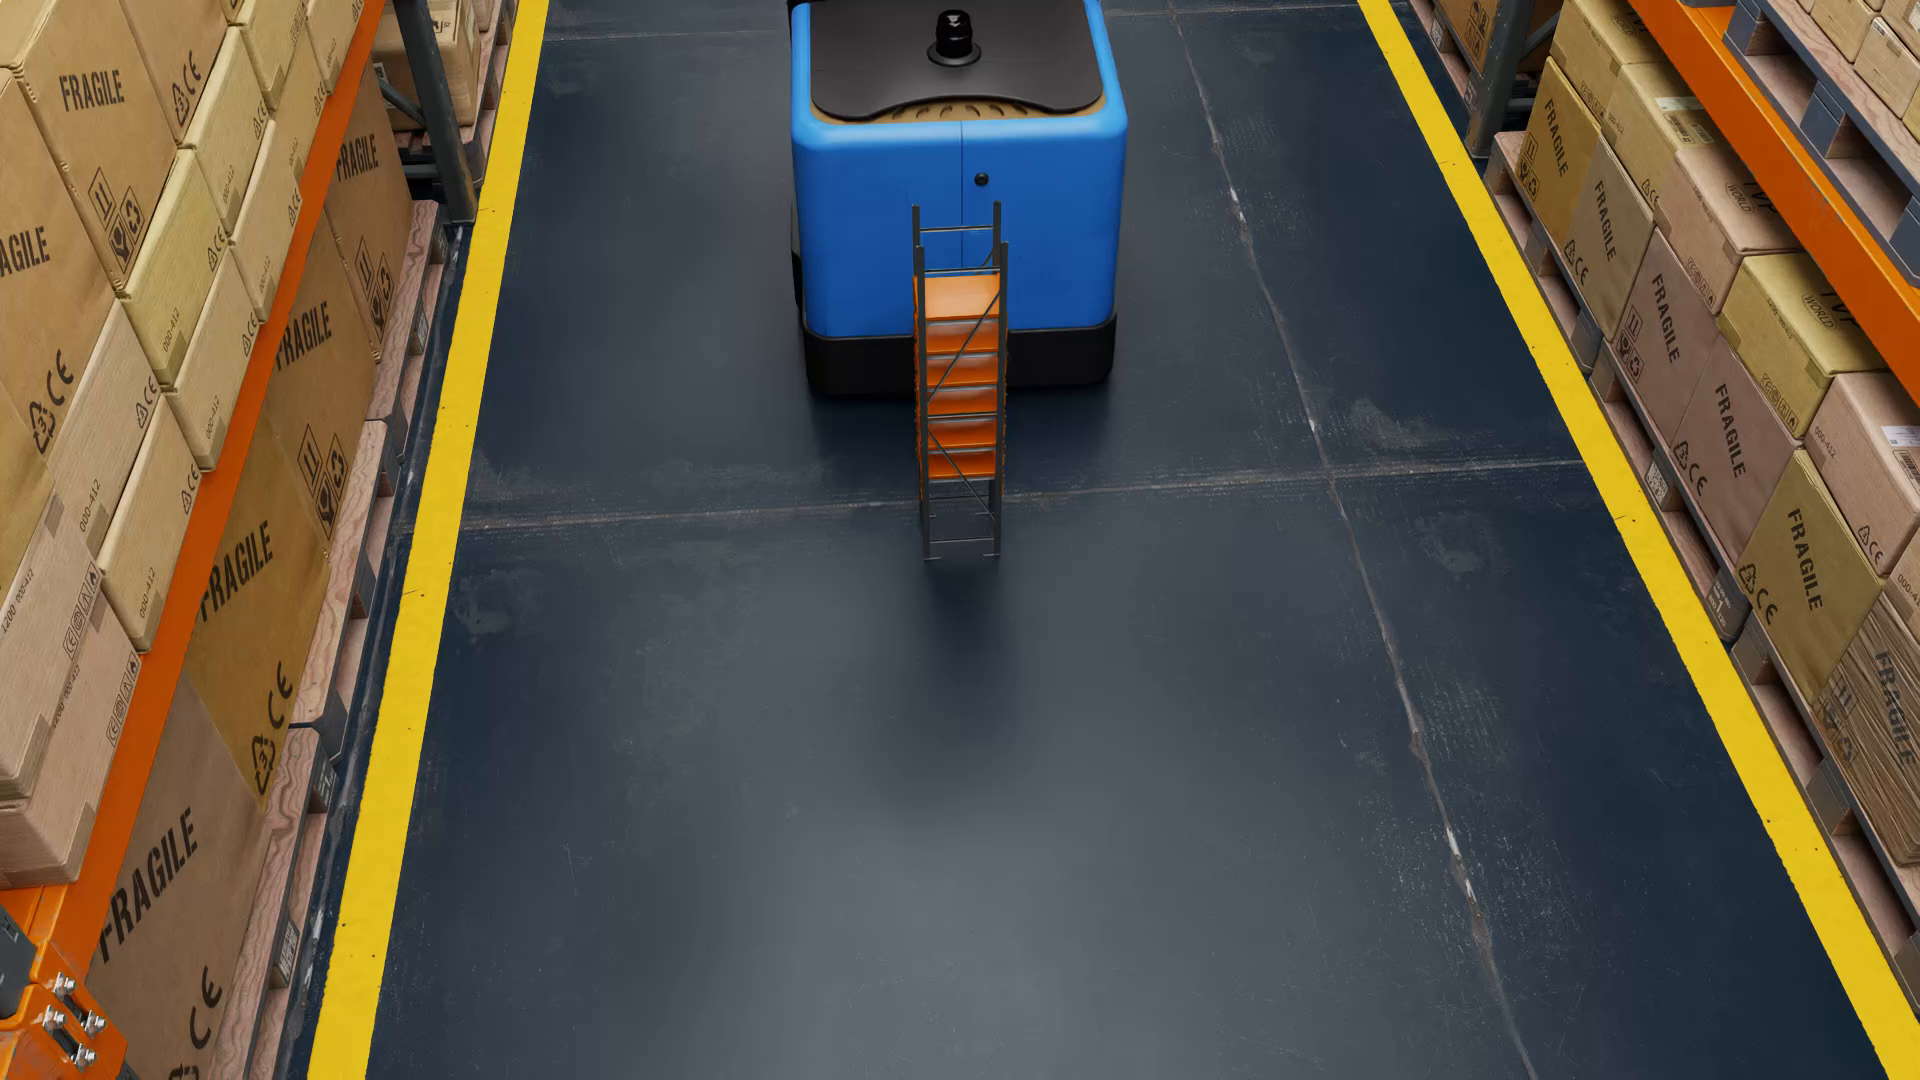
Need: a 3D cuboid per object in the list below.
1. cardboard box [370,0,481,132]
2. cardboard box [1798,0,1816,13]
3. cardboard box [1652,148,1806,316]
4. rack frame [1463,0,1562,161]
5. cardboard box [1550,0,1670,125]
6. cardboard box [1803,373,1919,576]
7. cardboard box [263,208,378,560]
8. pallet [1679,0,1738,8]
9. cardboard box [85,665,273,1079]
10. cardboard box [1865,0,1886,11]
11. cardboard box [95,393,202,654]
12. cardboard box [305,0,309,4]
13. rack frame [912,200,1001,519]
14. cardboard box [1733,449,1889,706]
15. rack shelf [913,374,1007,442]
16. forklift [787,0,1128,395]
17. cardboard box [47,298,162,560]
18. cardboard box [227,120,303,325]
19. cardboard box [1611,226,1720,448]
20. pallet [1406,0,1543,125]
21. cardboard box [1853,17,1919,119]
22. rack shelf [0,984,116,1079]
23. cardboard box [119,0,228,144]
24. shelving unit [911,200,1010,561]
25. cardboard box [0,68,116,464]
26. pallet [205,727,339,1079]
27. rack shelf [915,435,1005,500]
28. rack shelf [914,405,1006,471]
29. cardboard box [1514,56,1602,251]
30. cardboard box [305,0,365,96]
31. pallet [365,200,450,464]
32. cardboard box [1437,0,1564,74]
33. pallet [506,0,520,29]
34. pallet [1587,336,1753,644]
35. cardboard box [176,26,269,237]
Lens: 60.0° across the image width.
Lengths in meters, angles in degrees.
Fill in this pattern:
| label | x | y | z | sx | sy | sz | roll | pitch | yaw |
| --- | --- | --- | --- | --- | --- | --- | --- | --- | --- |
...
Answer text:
| label | x | y | z | sx | sy | sz | roll | pitch | yaw |
| --- | --- | --- | --- | --- | --- | --- | --- | --- | --- |
| cardboard box | -2.406 | -1.909 | 6.512 | 0.950 | 0.372 | 0.625 | -6 | 47 | -6 |
| cardboard box | 2.486 | -1.578 | 4.562 | 0.380 | 0.149 | 0.250 | -2 | 47 | -2 |
| cardboard box | 2.443 | -0.936 | 4.986 | 0.500 | 0.250 | 0.500 | -3 | 47 | -3 |
| rack frame | 2.555 | -2.633 | 5.677 | 1.000 | 3.000 | 0.127 | -3 | 47 | -3 |
| cardboard box | 2.372 | -1.662 | 5.674 | 0.500 | 0.250 | 0.500 | -5 | 47 | -5 |
| cardboard box | 2.546 | -0.177 | 4.268 | 0.500 | 0.250 | 0.500 | -1 | 47 | -1 |
| cardboard box | -2.323 | -0.522 | 4.853 | 0.875 | 0.875 | 0.875 | -3 | 47 | -3 |
| pallet | 2.721 | -2.057 | 5.265 | 1.213 | 0.211 | 1.003 | -3 | 47 | -3 |
| cardboard box | -2.166 | 0.778 | 3.621 | 0.875 | 0.875 | 0.875 | -2 | 47 | -2 |
| cardboard box | 2.505 | -1.499 | 4.283 | 0.380 | 0.149 | 0.250 | -4 | 47 | -4 |
| cardboard box | -1.853 | -0.022 | 3.308 | 0.500 | 0.250 | 0.500 | -5 | 47 | -4 |
| cardboard box | -2.029 | -1.673 | 4.528 | 0.500 | 0.250 | 0.500 | -5 | 47 | -4 |
| rack frame | -0.009 | -0.489 | 4.887 | 0.240 | 1.200 | 0.006 | -3 | 47 | -3 |
| cardboard box | 2.535 | 0.085 | 4.536 | 0.500 | 0.500 | 0.500 | -4 | 47 | -4 |
| rack shelf | -0.001 | -0.392 | 4.857 | 0.258 | 0.103 | 0.180 | -3 | 47 | -3 |
| forklift | -0.091 | -2.566 | 5.662 | 1.130 | 2.935 | 3.031 | -3 | 47 | -3 |
| cardboard box | -1.862 | -0.196 | 3.129 | 0.500 | 0.250 | 0.500 | -3 | 47 | -3 |
| cardboard box | -1.912 | -0.756 | 4.003 | 0.500 | 0.250 | 0.500 | -4 | 47 | -4 |
| cardboard box | 2.453 | -0.656 | 5.237 | 0.500 | 0.500 | 0.500 | -5 | 47 | -4 |
| pallet | 2.564 | -2.249 | 7.234 | 1.003 | 0.211 | 1.213 | -3 | 47 | -3 |
| cardboard box | 2.525 | -1.207 | 4.211 | 0.380 | 0.149 | 0.250 | -5 | 47 | -5 |
| rack shelf | -1.867 | 2.330 | 1.473 | 1.077 | 0.370 | 4.000 | -3 | 47 | -3 |
| cardboard box | -1.944 | -1.182 | 3.546 | 0.500 | 0.500 | 0.500 | -4 | 47 | -4 |
| shelving unit | -0.001 | -0.423 | 4.824 | 0.258 | 1.200 | 0.189 | -3 | 47 | -3 |
| cardboard box | -1.855 | -0.445 | 2.848 | 0.500 | 0.500 | 0.500 | -4 | 47 | -4 |
| pallet | -2.174 | 1.041 | 4.119 | 1.003 | 0.211 | 1.213 | -3 | 47 | -3 |
| rack shelf | -0.001 | -0.227 | 5.031 | 0.258 | 0.103 | 0.180 | -3 | 47 | -3 |
| rack shelf | -0.001 | -0.310 | 4.944 | 0.258 | 0.103 | 0.180 | -3 | 47 | -3 |
| cardboard box | 2.360 | -1.390 | 5.933 | 0.500 | 0.500 | 0.500 | -5 | 47 | -5 |
| cardboard box | -2.009 | -1.488 | 4.697 | 0.500 | 0.250 | 0.500 | -3 | 47 | -3 |
| pallet | -2.378 | -0.725 | 5.791 | 1.003 | 0.211 | 1.213 | -3 | 47 | -3 |
| cardboard box | 2.594 | -2.449 | 6.764 | 1.050 | 0.750 | 0.750 | -4 | 47 | -4 |
| pallet | -2.532 | -2.746 | 7.705 | 1.003 | 0.211 | 1.213 | -3 | 47 | -3 |
| pallet | 2.718 | -0.228 | 5.320 | 1.003 | 0.211 | 1.213 | -3 | 47 | -3 |
| cardboard box | -1.922 | -0.928 | 3.822 | 0.500 | 0.250 | 0.500 | -5 | 47 | -4 |
